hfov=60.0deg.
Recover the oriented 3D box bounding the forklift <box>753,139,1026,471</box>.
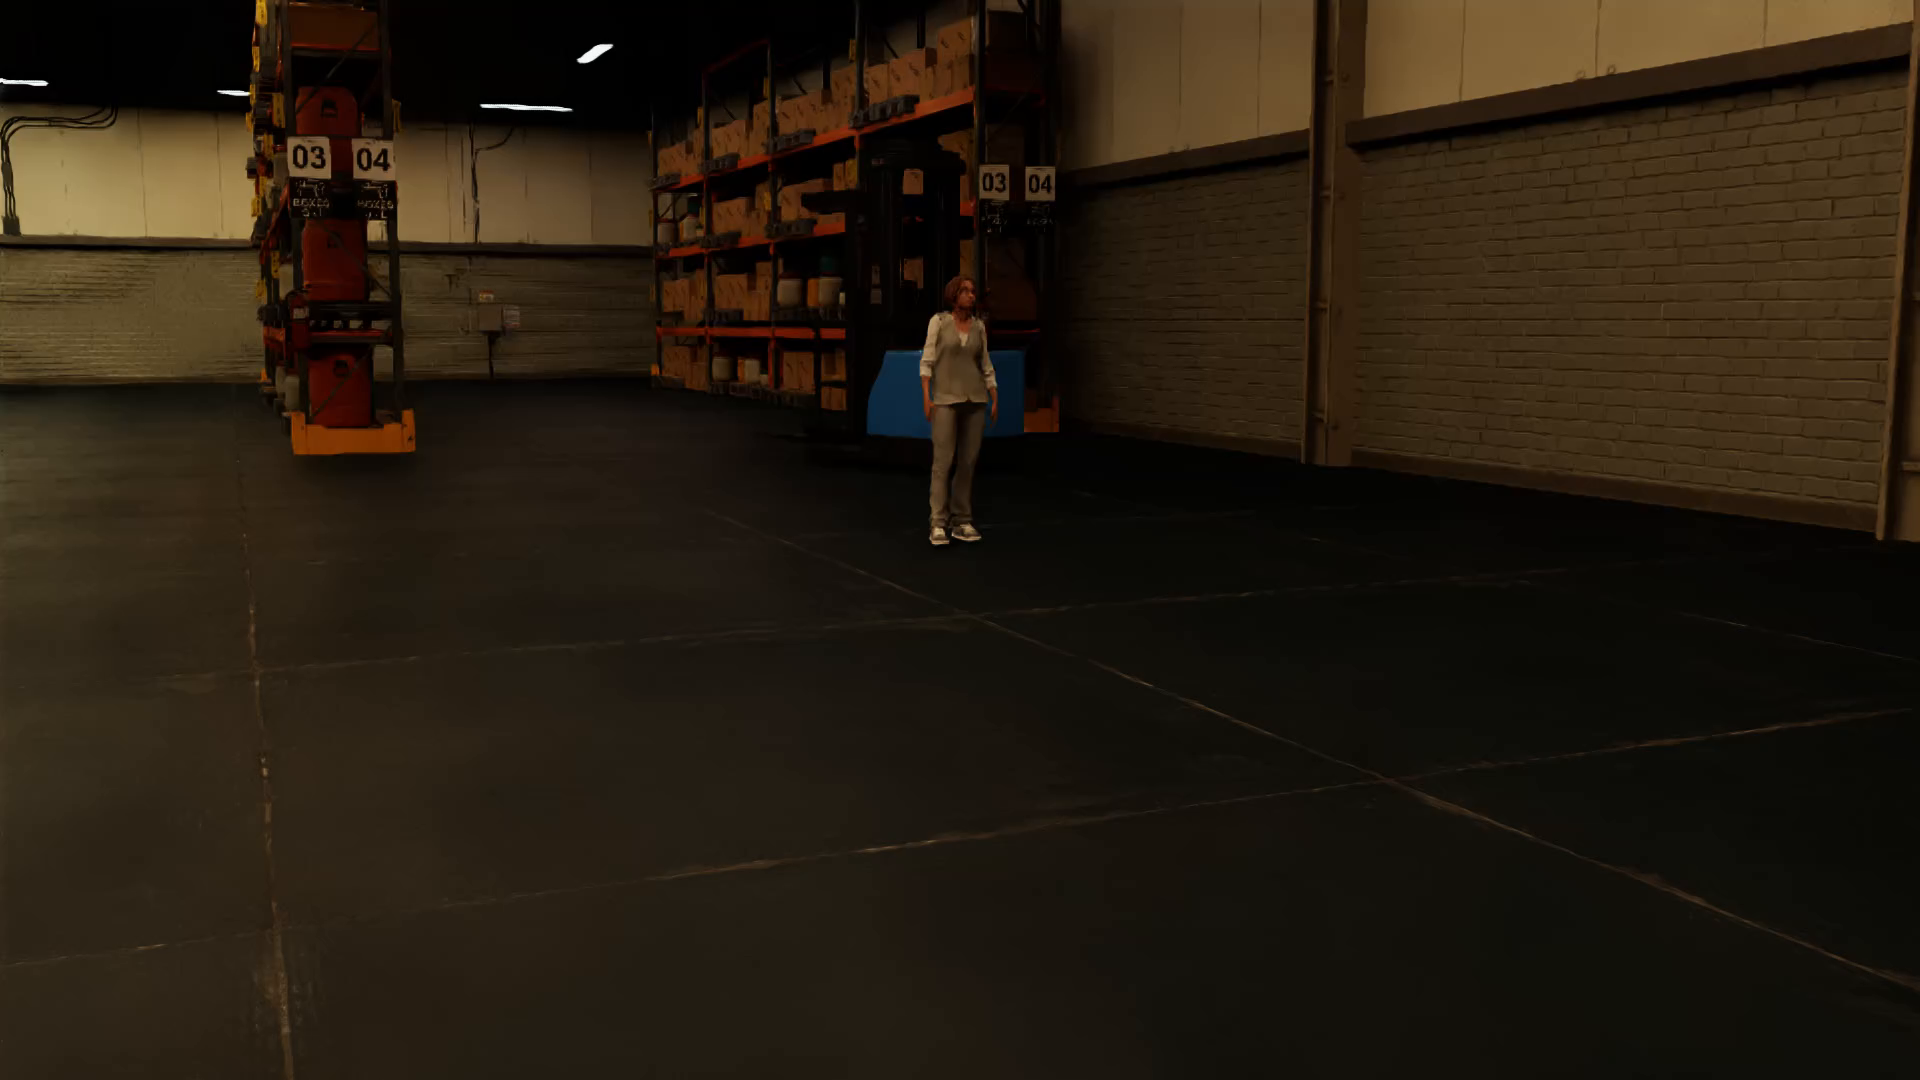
[{"bbox_3d":[-0.787,-2.194,15.585,1.130,2.935,3.031,-7,10,-43],"label":"forklift"}]

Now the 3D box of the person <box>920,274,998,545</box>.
[{"bbox_3d":[0.017,-0.789,9.976,0.521,1.597,0.474,-3,8,-23],"label":"person"}]
